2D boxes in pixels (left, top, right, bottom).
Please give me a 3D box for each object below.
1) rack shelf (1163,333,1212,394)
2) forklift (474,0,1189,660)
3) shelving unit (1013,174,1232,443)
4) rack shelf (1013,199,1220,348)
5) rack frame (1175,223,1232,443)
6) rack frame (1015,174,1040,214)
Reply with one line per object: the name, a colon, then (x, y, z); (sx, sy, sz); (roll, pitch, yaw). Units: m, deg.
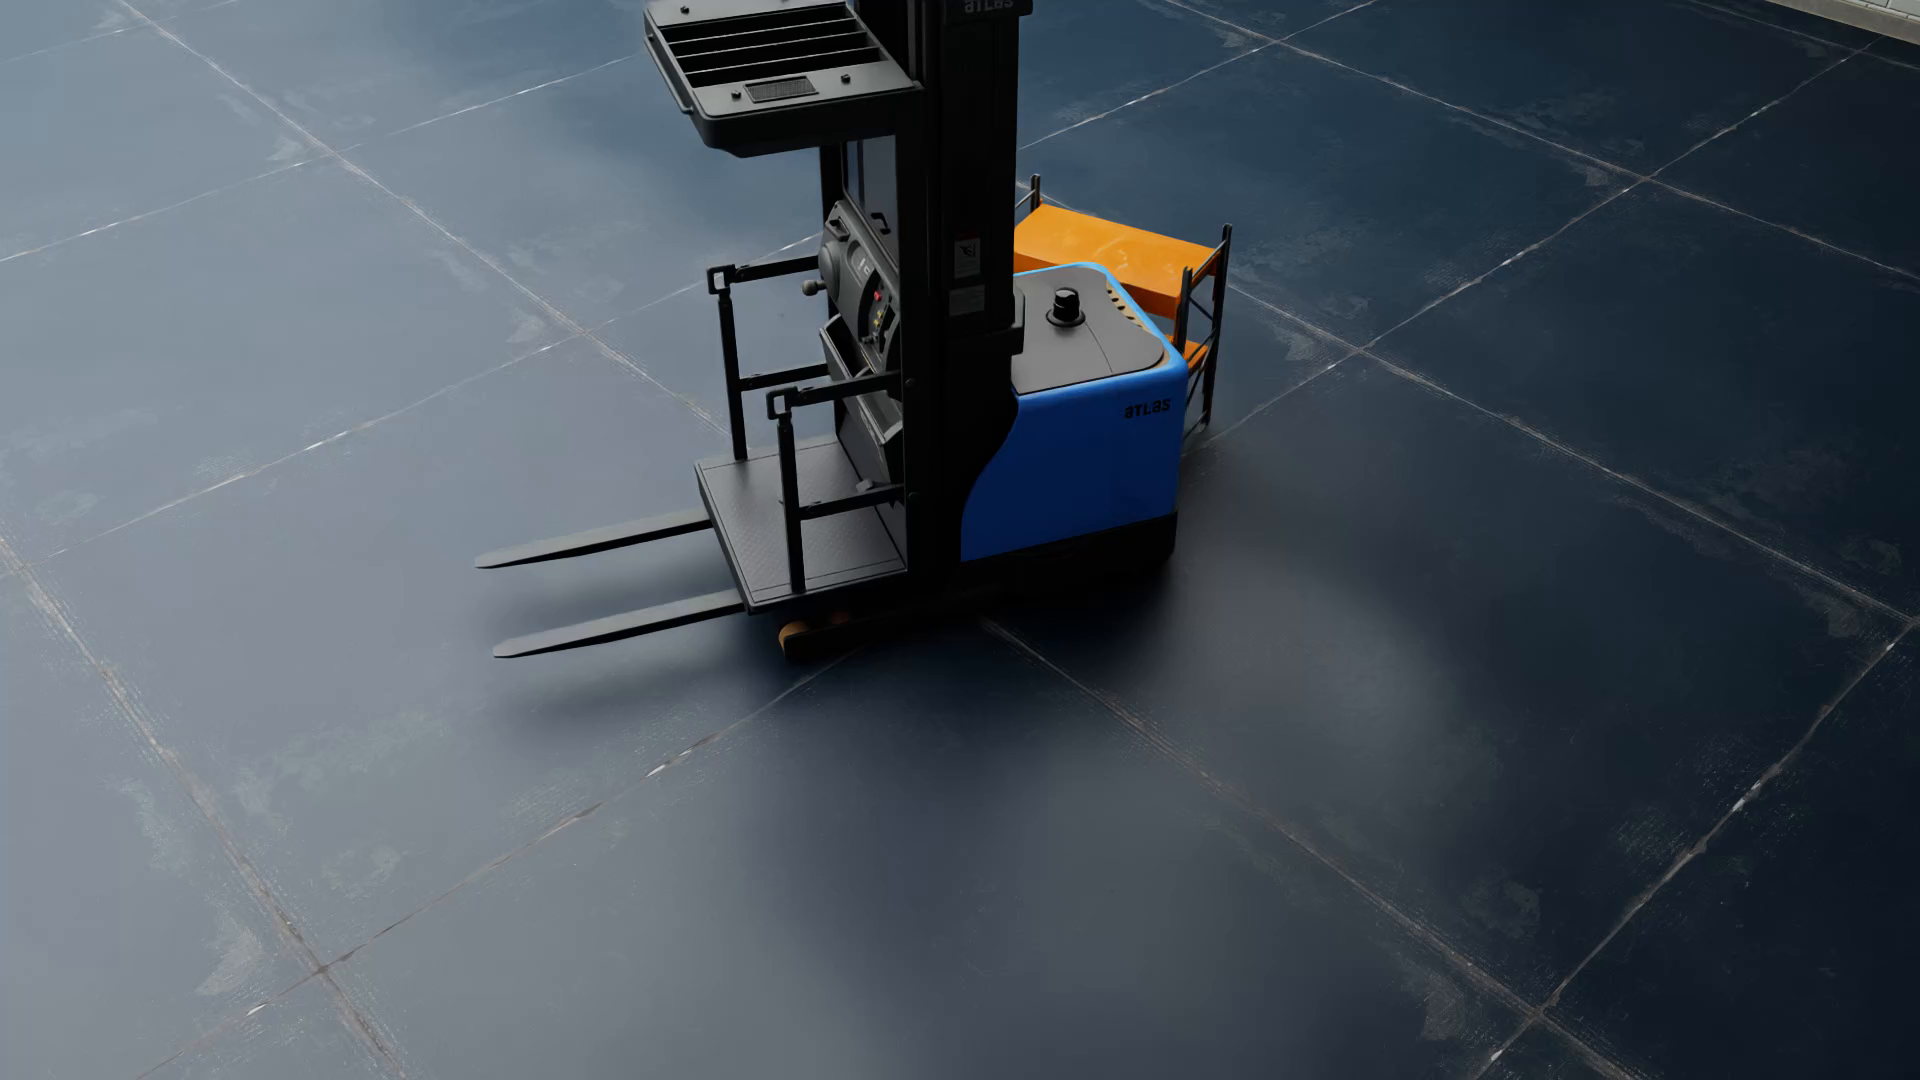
rack shelf: (0.698, -0.878, 8.331); (1.000, 0.278, 0.538); (20, 43, 23)
forklift: (-0.593, -1.006, 6.663); (3.031, 2.935, 1.130); (-13, 41, -15)
shelving unit: (0.698, -1.068, 8.178); (1.048, 1.125, 0.538); (20, 43, 23)
rack shelf: (0.698, -1.296, 7.994); (1.000, 0.278, 0.538); (20, 43, 23)
rack frame: (1.138, -0.908, 7.980); (0.032, 1.125, 0.500); (20, 43, 23)
rack frame: (0.258, -1.228, 8.375); (0.032, 1.125, 0.500); (20, 43, 23)
